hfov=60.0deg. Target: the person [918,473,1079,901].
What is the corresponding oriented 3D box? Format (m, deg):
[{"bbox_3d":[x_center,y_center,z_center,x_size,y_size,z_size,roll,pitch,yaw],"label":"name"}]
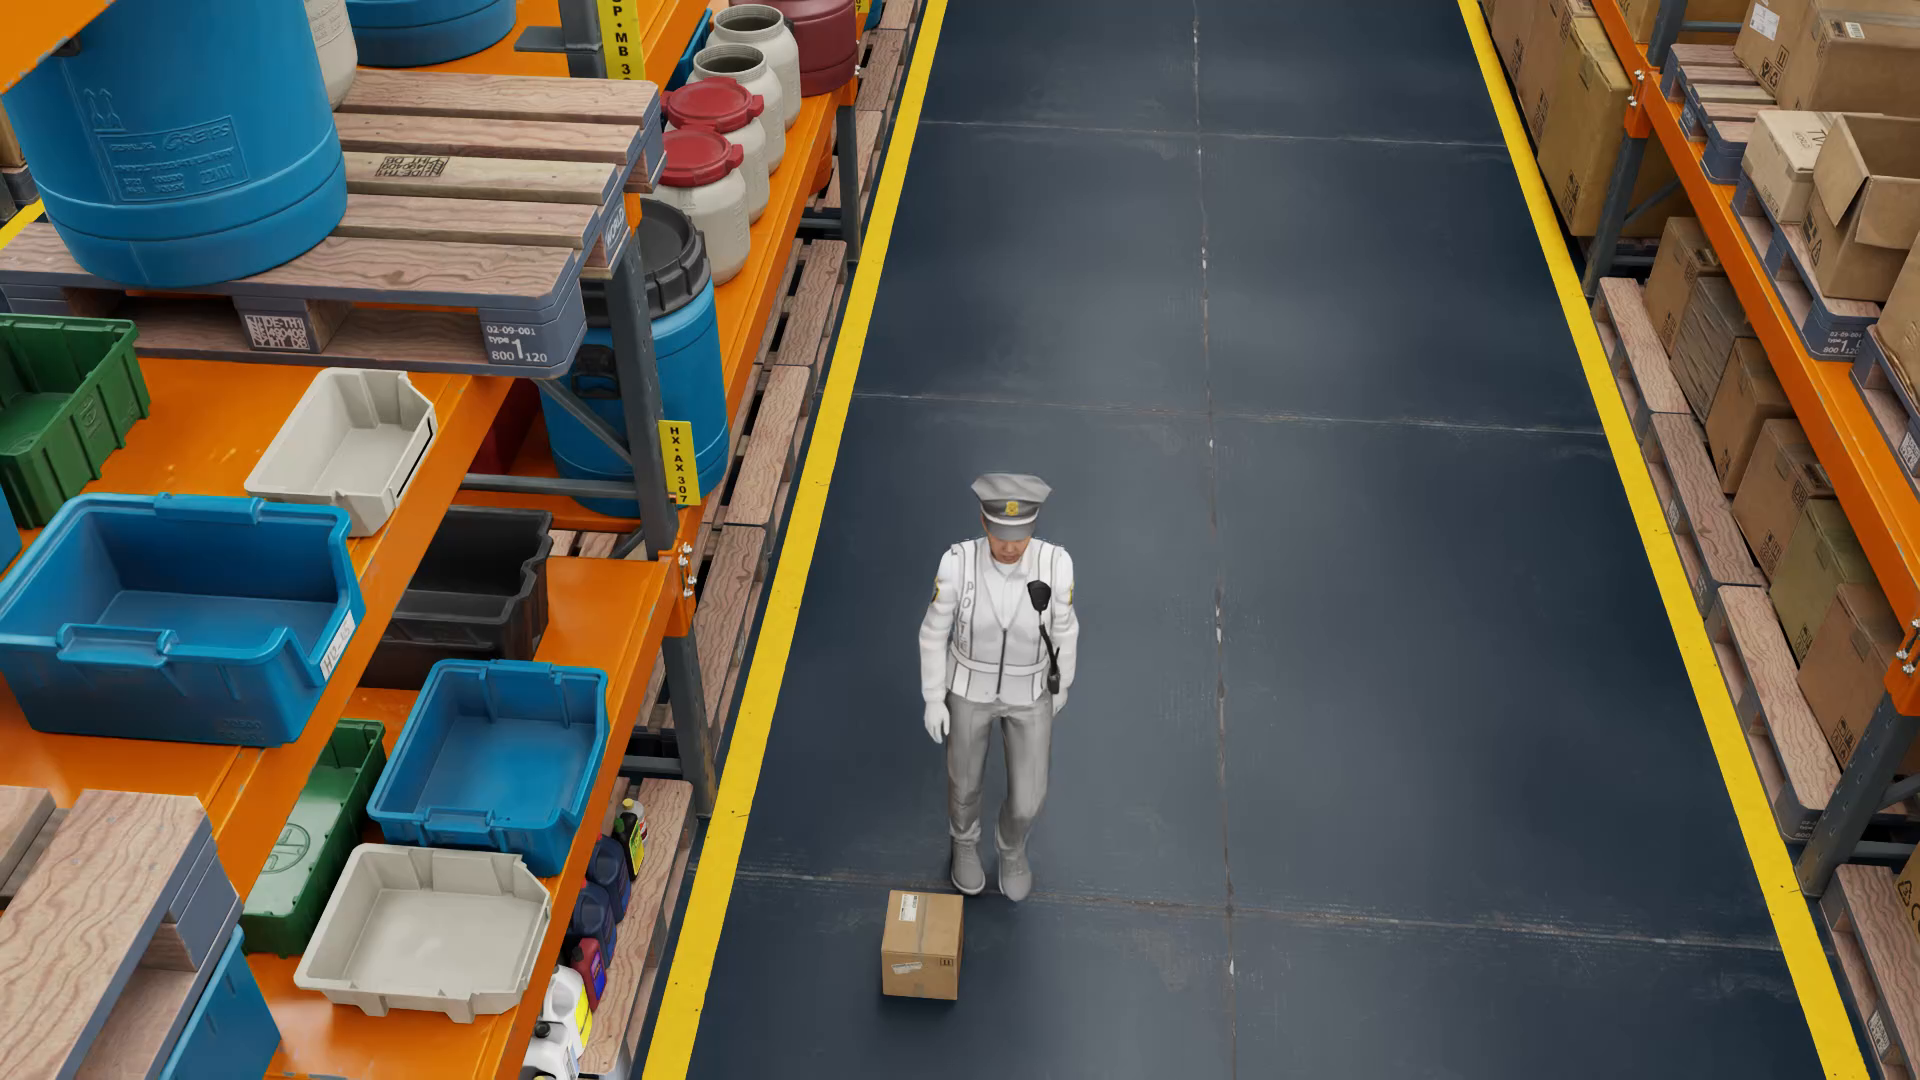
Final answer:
[{"bbox_3d":[0.123,0.541,5.516,0.523,1.730,0.485,2,40,2],"label":"person"}]
